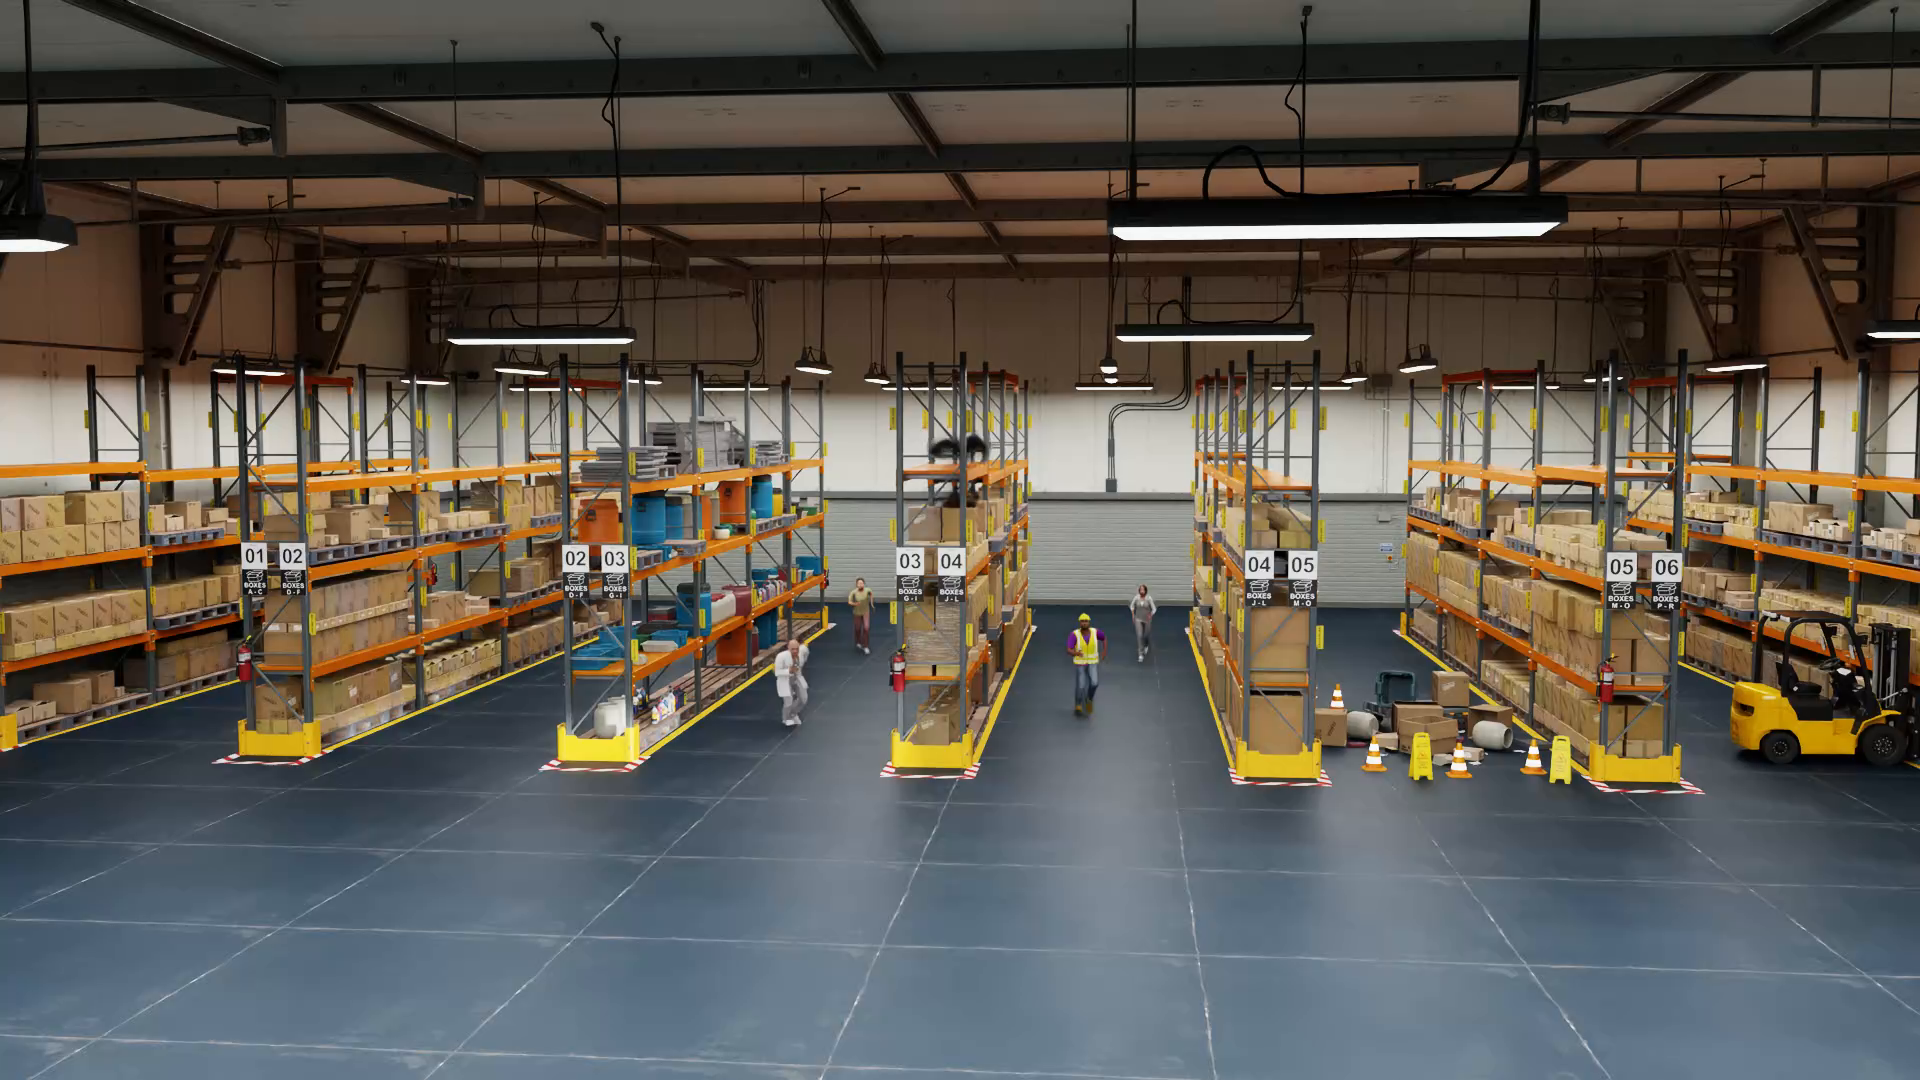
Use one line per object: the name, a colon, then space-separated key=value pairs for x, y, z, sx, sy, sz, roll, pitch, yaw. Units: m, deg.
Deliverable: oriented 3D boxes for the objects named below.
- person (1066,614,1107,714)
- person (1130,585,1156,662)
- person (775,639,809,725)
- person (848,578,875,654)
person: x=2.167 y=2.103 z=28.297 sx=0.726 sy=1.718 sz=0.830 roll=0 pitch=4 yaw=-2
person: x=3.856 y=1.742 z=35.034 sx=0.550 sy=1.579 sz=0.800 roll=1 pitch=4 yaw=9
person: x=-2.715 y=2.321 z=27.044 sx=0.729 sy=1.500 sz=1.018 roll=-2 pitch=5 yaw=-28
person: x=-2.147 y=1.621 z=36.189 sx=0.586 sy=1.639 sz=0.935 roll=0 pitch=4 yaw=-6
